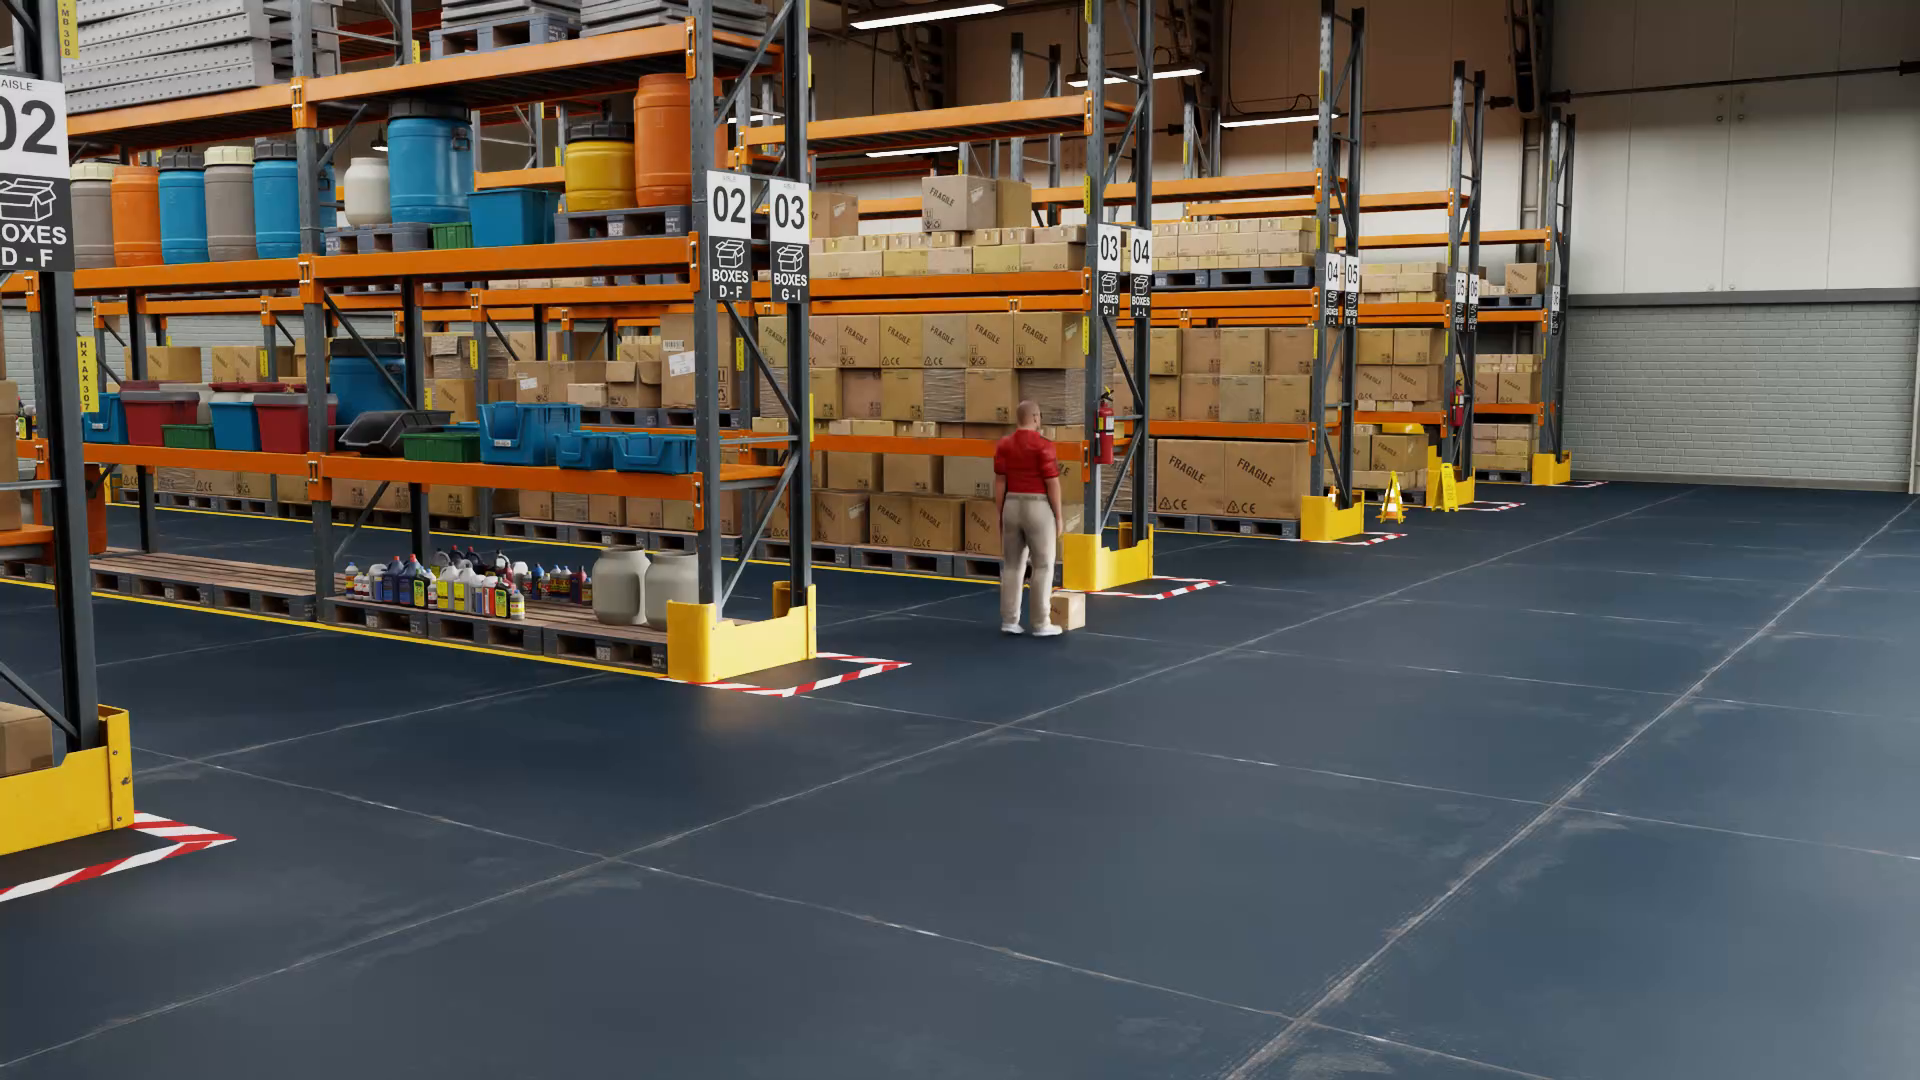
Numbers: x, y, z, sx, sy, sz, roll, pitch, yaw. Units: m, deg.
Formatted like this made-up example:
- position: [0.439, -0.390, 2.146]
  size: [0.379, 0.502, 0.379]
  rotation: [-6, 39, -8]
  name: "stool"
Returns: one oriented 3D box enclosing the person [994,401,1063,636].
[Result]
- position: [0.526, -0.142, 12.246]
  size: [0.541, 1.767, 0.390]
  rotation: [4, 8, 35]
  name: "person"
